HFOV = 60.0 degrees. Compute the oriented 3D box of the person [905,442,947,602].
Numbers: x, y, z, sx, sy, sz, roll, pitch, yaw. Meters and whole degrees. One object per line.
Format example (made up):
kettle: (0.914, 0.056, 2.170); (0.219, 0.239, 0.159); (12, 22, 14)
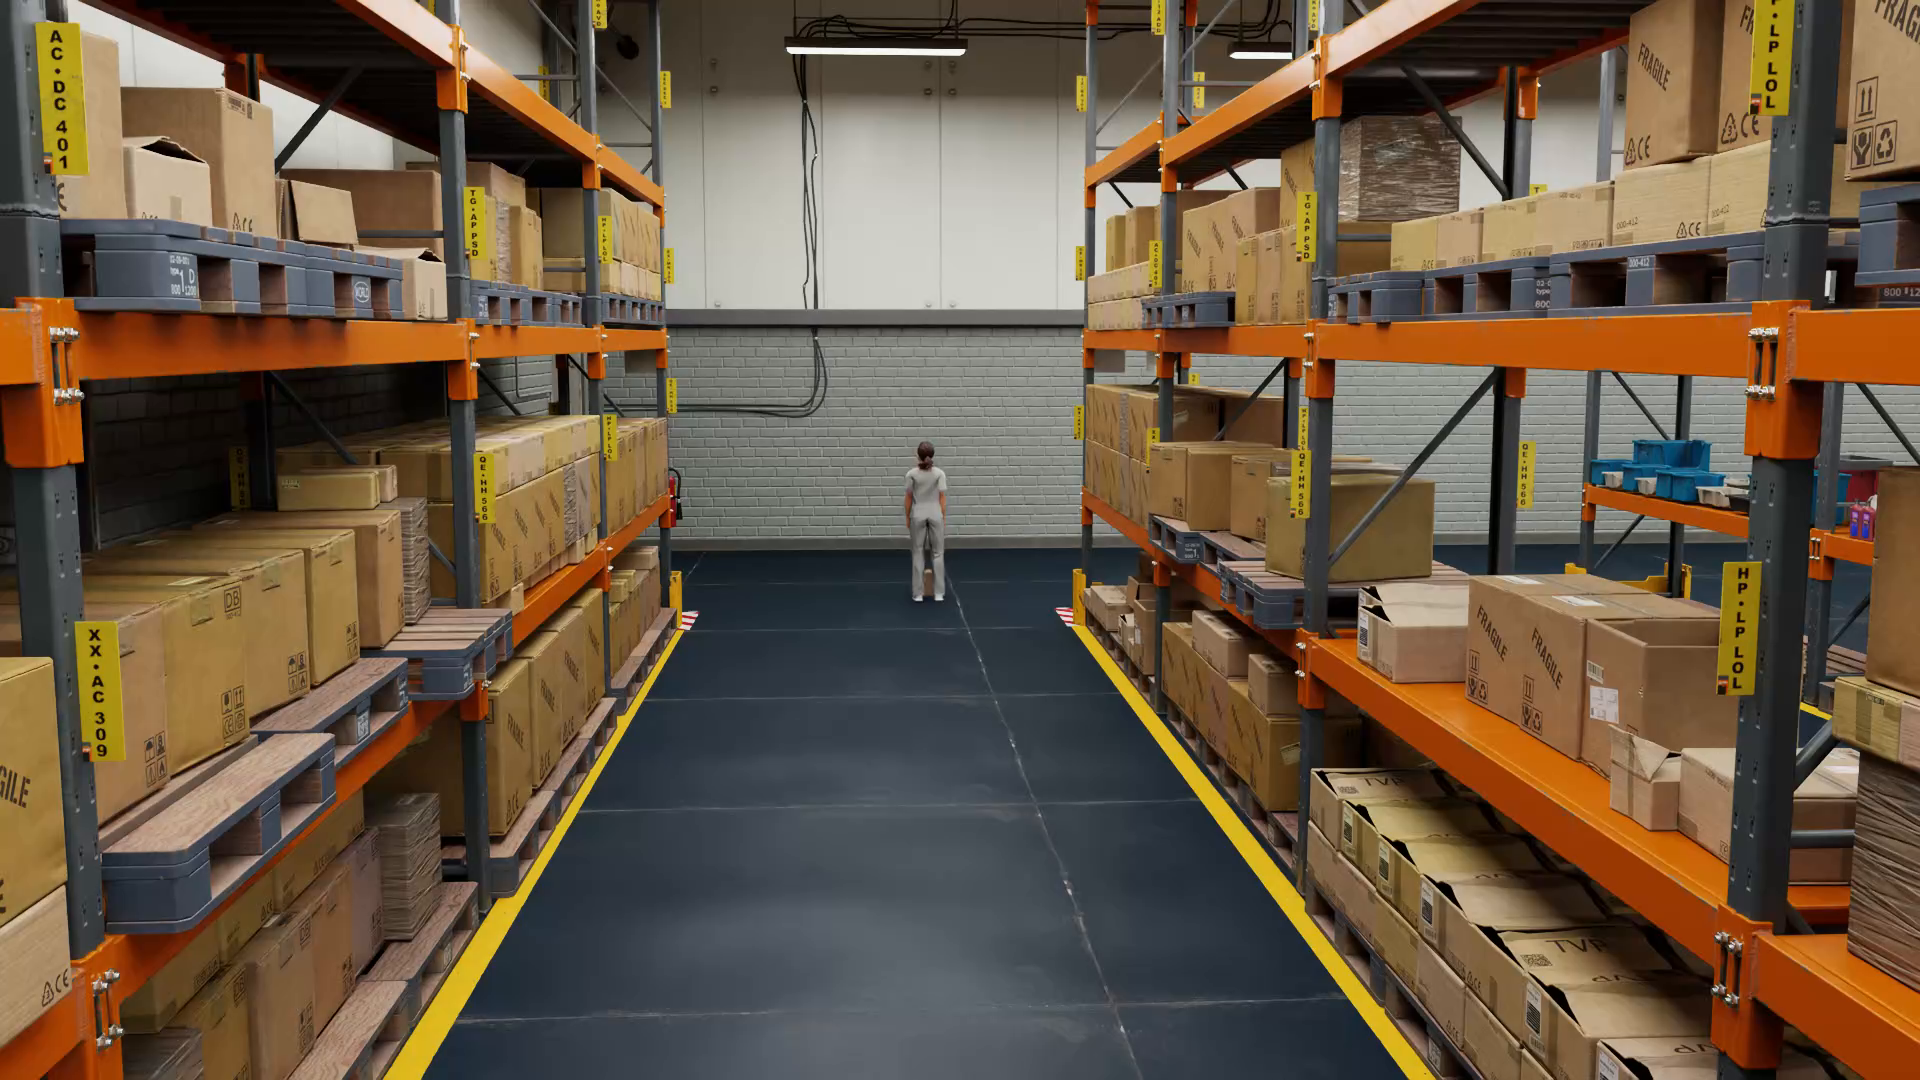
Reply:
person: (-0.358, -0.189, 17.336); (0.439, 1.675, 0.380); (0, 7, -2)
